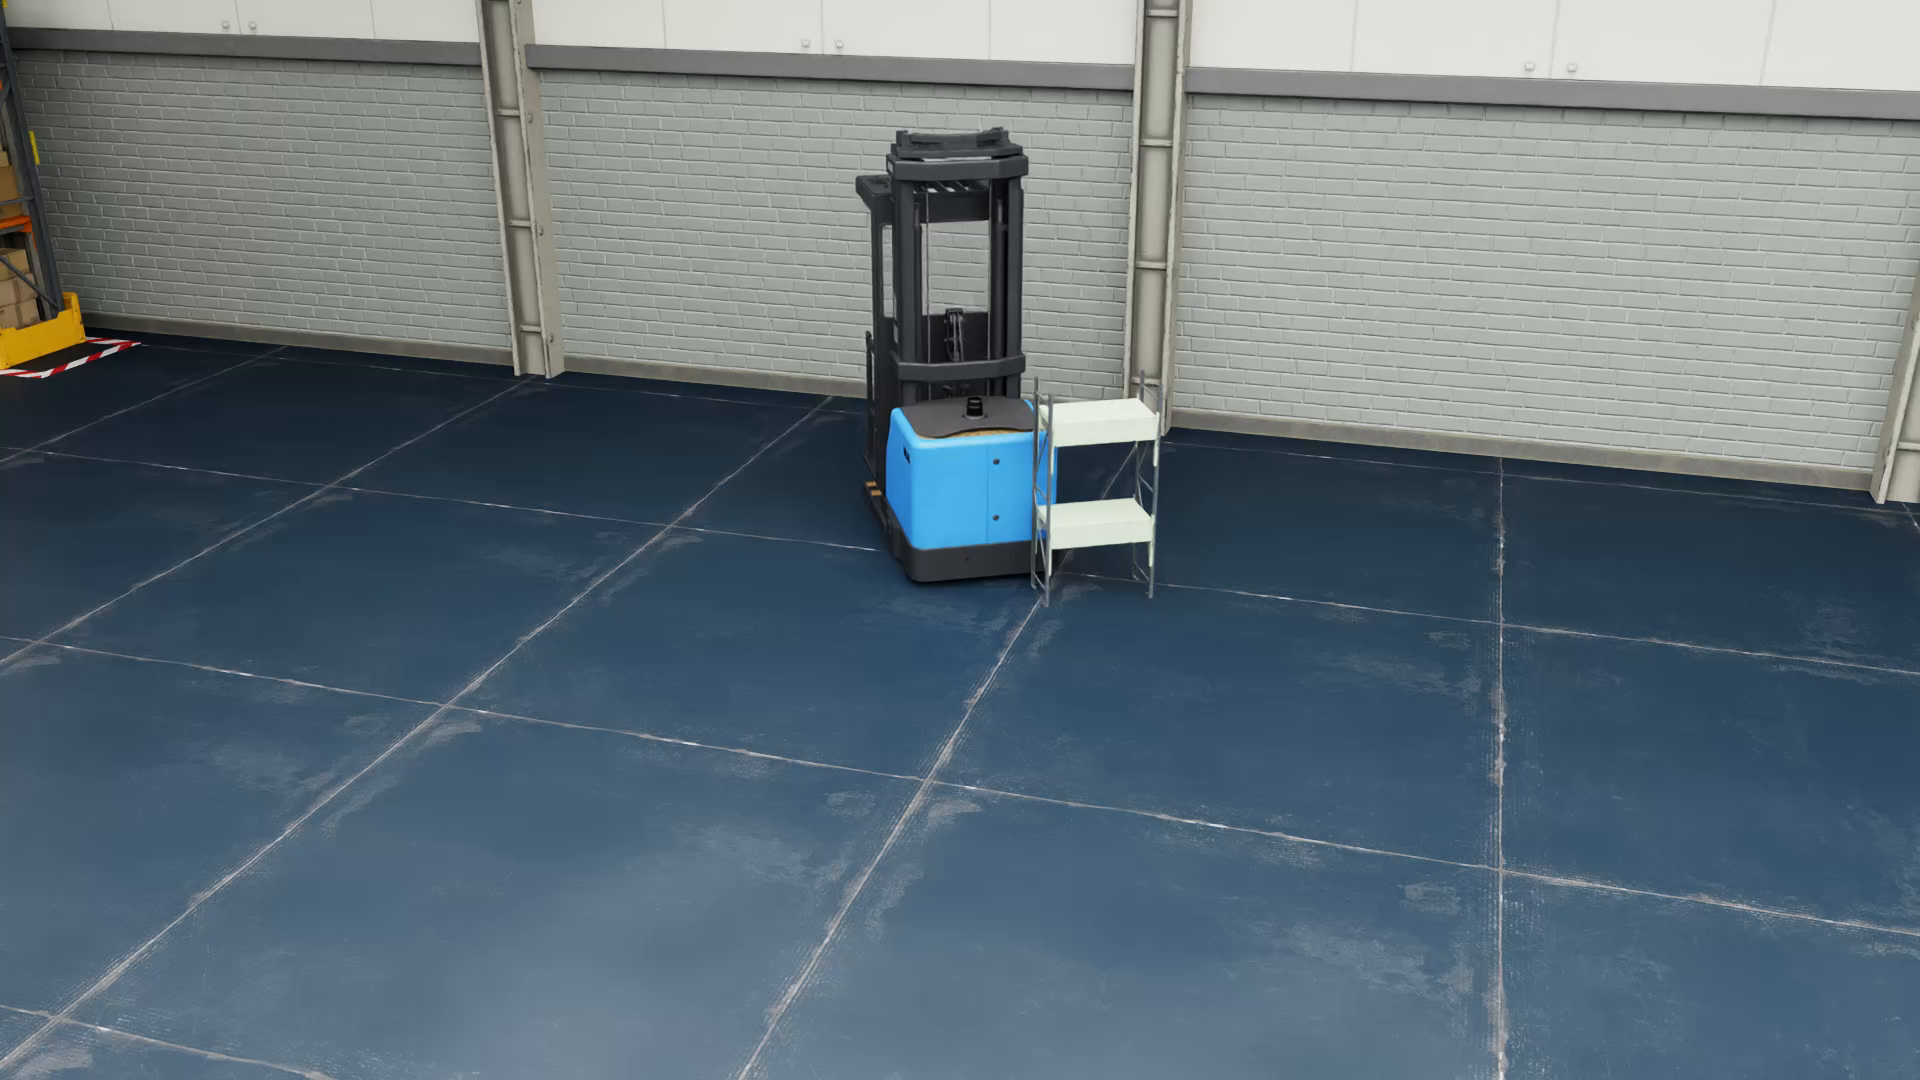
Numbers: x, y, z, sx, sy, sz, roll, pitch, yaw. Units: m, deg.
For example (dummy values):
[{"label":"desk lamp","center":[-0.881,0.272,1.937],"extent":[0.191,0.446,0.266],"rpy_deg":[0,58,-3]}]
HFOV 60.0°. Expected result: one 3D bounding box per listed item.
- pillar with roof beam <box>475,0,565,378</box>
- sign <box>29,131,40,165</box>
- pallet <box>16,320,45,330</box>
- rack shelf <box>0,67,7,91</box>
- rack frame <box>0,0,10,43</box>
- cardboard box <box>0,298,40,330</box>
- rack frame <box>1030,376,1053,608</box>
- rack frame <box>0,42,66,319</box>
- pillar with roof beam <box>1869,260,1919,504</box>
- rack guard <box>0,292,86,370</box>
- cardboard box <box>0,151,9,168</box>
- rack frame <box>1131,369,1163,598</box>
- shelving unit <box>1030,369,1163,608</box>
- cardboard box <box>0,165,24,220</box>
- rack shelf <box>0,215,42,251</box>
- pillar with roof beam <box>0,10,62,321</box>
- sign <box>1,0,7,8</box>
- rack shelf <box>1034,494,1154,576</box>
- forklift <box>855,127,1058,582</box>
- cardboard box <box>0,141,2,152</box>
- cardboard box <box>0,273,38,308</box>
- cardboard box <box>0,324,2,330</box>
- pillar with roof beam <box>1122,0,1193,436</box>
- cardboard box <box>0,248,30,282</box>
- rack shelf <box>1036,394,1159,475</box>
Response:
[{"label":"pillar with roof beam","center":[-5.347,-4.239,10.746],"extent":[0.400,9.000,9.100],"rpy_deg":[7,23,16]},{"label":"sign","center":[-9.276,-3.919,16.627],"extent":[0.005,0.325,0.100],"rpy_deg":[7,23,16]},{"label":"pallet","center":[-10.186,-2.060,17.013],"extent":[1.213,0.211,1.003],"rpy_deg":[7,23,16]},{"label":"rack shelf","center":[-11.357,-4.555,16.418],"extent":[4.000,0.370,1.077],"rpy_deg":[7,23,16]},{"label":"rack frame","center":[-9.442,-6.057,15.178],"extent":[0.127,3.000,1.000],"rpy_deg":[7,23,16]},{"label":"cardboard box","center":[-9.855,-2.328,17.063],"extent":[0.500,0.250,0.500],"rpy_deg":[7,23,16]},{"label":"rack frame","center":[0.541,-0.310,11.049],"extent":[0.023,1.500,0.400],"rpy_deg":[-5,23,-12]},{"label":"rack frame","center":[-9.442,-3.281,16.317],"extent":[0.127,3.000,1.000],"rpy_deg":[7,23,16]},{"label":"pillar with roof beam","center":[6.141,-2.923,7.539],"extent":[0.400,9.000,9.100],"rpy_deg":[7,23,16]},{"label":"rack guard","center":[-9.419,-2.122,16.785],"extent":[0.348,0.500,1.175],"rpy_deg":[7,23,16]},{"label":"cardboard box","center":[-9.692,-3.759,16.495],"extent":[0.250,0.149,0.380],"rpy_deg":[6,23,14]},{"label":"rack frame","center":[1.256,-0.371,11.198],"extent":[0.023,1.500,0.400],"rpy_deg":[-5,23,-12]},{"label":"shelving unit","center":[0.899,-0.340,11.124],"extent":[0.755,1.500,0.431],"rpy_deg":[-5,23,-12]},{"label":"cardboard box","center":[-9.836,-3.483,16.676],"extent":[0.500,0.500,0.500],"rpy_deg":[7,23,17]},{"label":"rack shelf","center":[-11.357,-3.168,16.988],"extent":[4.000,0.370,1.077],"rpy_deg":[7,23,16]},{"label":"pillar with roof beam","center":[-11.092,-4.896,12.349],"extent":[0.400,9.000,9.100],"rpy_deg":[7,23,16]},{"label":"sign","center":[-9.276,-5.311,16.056],"extent":[0.005,0.325,0.100],"rpy_deg":[7,23,16]},{"label":"rack shelf","center":[0.899,-0.039,11.247],"extent":[0.720,0.370,0.431],"rpy_deg":[-5,23,-12]},{"label":"forklift","center":[-0.144,-1.598,12.305],"extent":[1.130,2.935,3.031],"rpy_deg":[-5,23,-12]},{"label":"cardboard box","center":[-9.702,-3.880,16.397],"extent":[0.250,0.149,0.380],"rpy_deg":[6,23,14]},{"label":"cardboard box","center":[-9.832,-2.562,16.973],"extent":[0.500,0.250,0.500],"rpy_deg":[7,23,16]},{"label":"cardboard box","center":[-9.983,-2.140,16.604],"extent":[0.500,0.250,0.500],"rpy_deg":[7,23,16]},{"label":"pillar with roof beam","center":[0.397,-3.581,9.142],"extent":[0.400,9.000,9.100],"rpy_deg":[7,23,16]},{"label":"cardboard box","center":[-9.847,-2.787,16.865],"extent":[0.500,0.250,0.500],"rpy_deg":[6,23,15]},{"label":"rack shelf","center":[0.899,-0.701,10.975],"extent":[0.720,0.370,0.431],"rpy_deg":[-5,23,-12]}]
